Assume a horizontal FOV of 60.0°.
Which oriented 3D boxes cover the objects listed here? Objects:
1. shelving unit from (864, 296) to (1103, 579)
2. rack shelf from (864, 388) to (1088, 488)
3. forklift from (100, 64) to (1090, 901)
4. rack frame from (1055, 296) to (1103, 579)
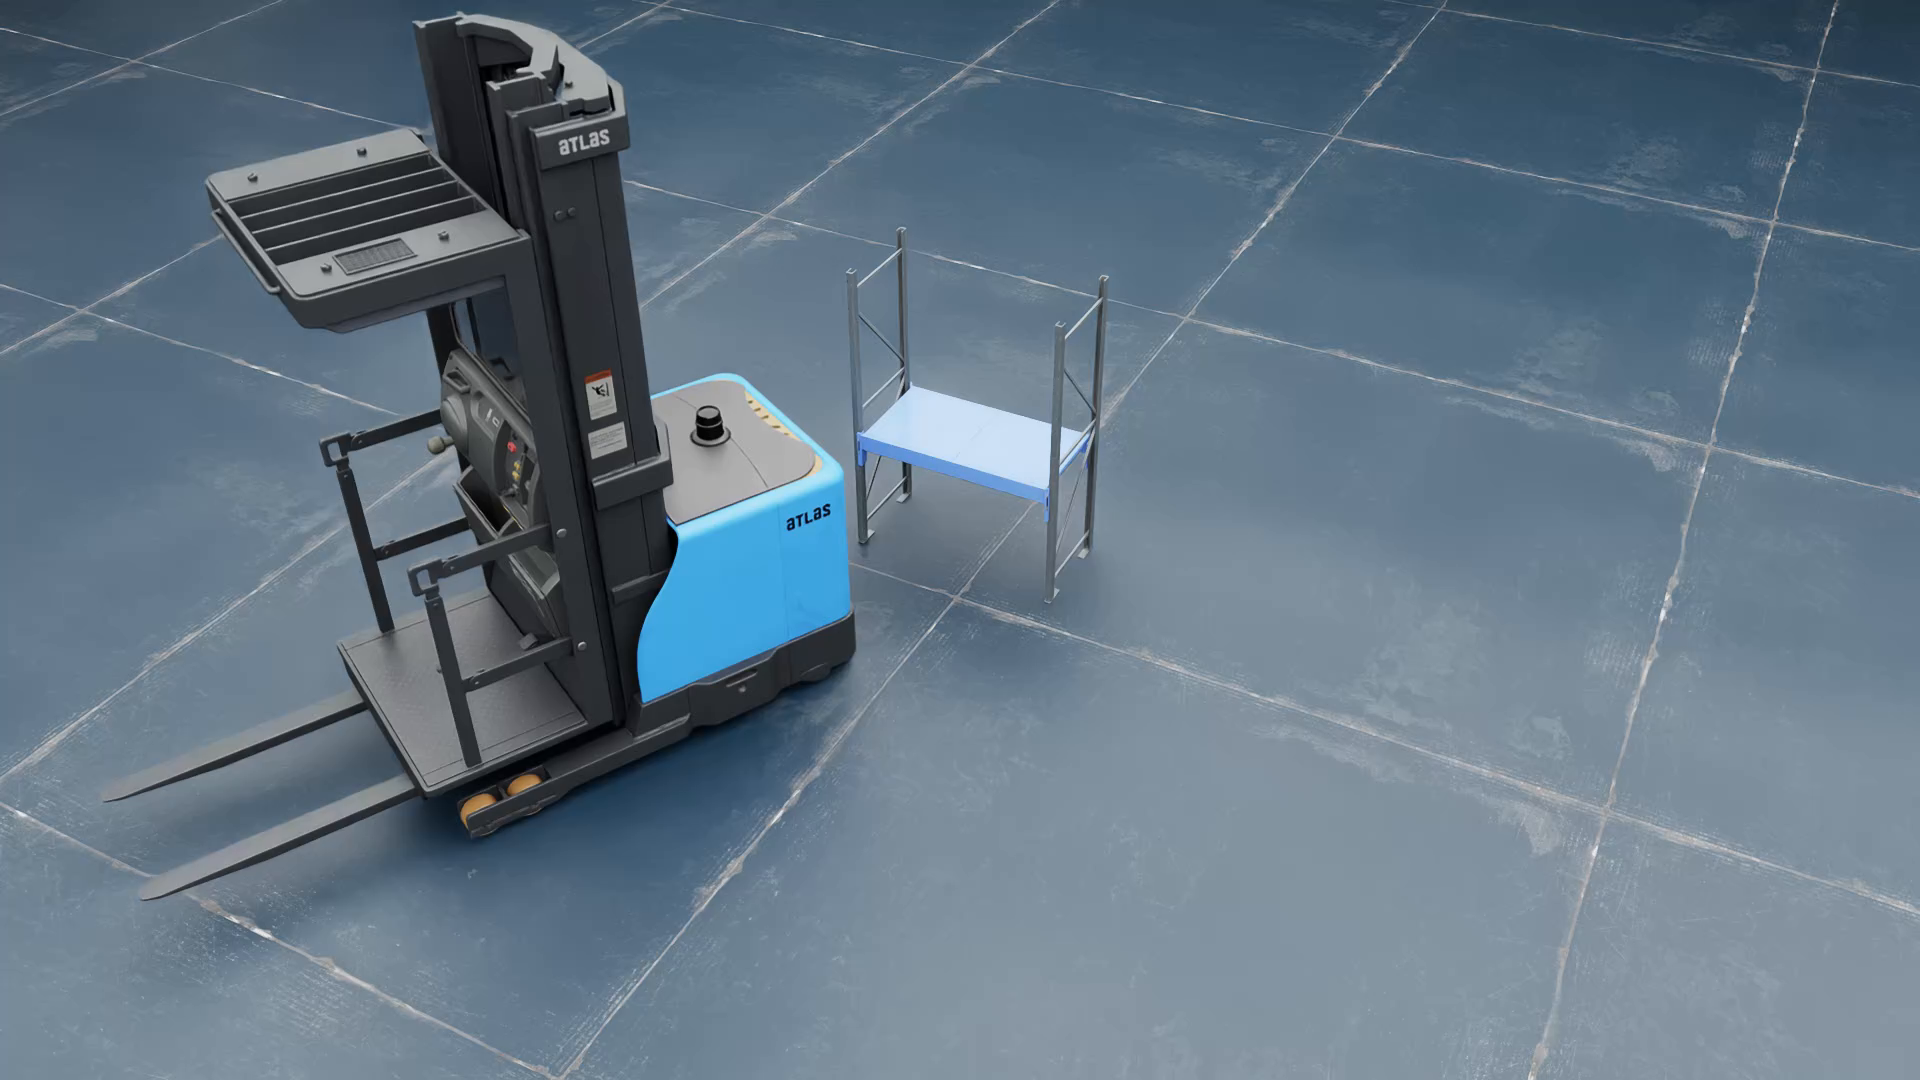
[{"bbox_3d":[0.094,-0.569,7.779,0.991,1.308,0.475,17,41,21],"label":"shelving unit"},{"bbox_3d":[0.076,-0.469,7.864,0.952,0.062,0.459,17,41,21],"label":"rack shelf"},{"bbox_3d":[-8.715,-1.110,6.756,15.967,3.598,10.324,-23,43,-27],"label":"forklift"},{"bbox_3d":[0.528,-0.433,7.600,0.013,1.308,0.475,17,41,21],"label":"rack frame"}]
